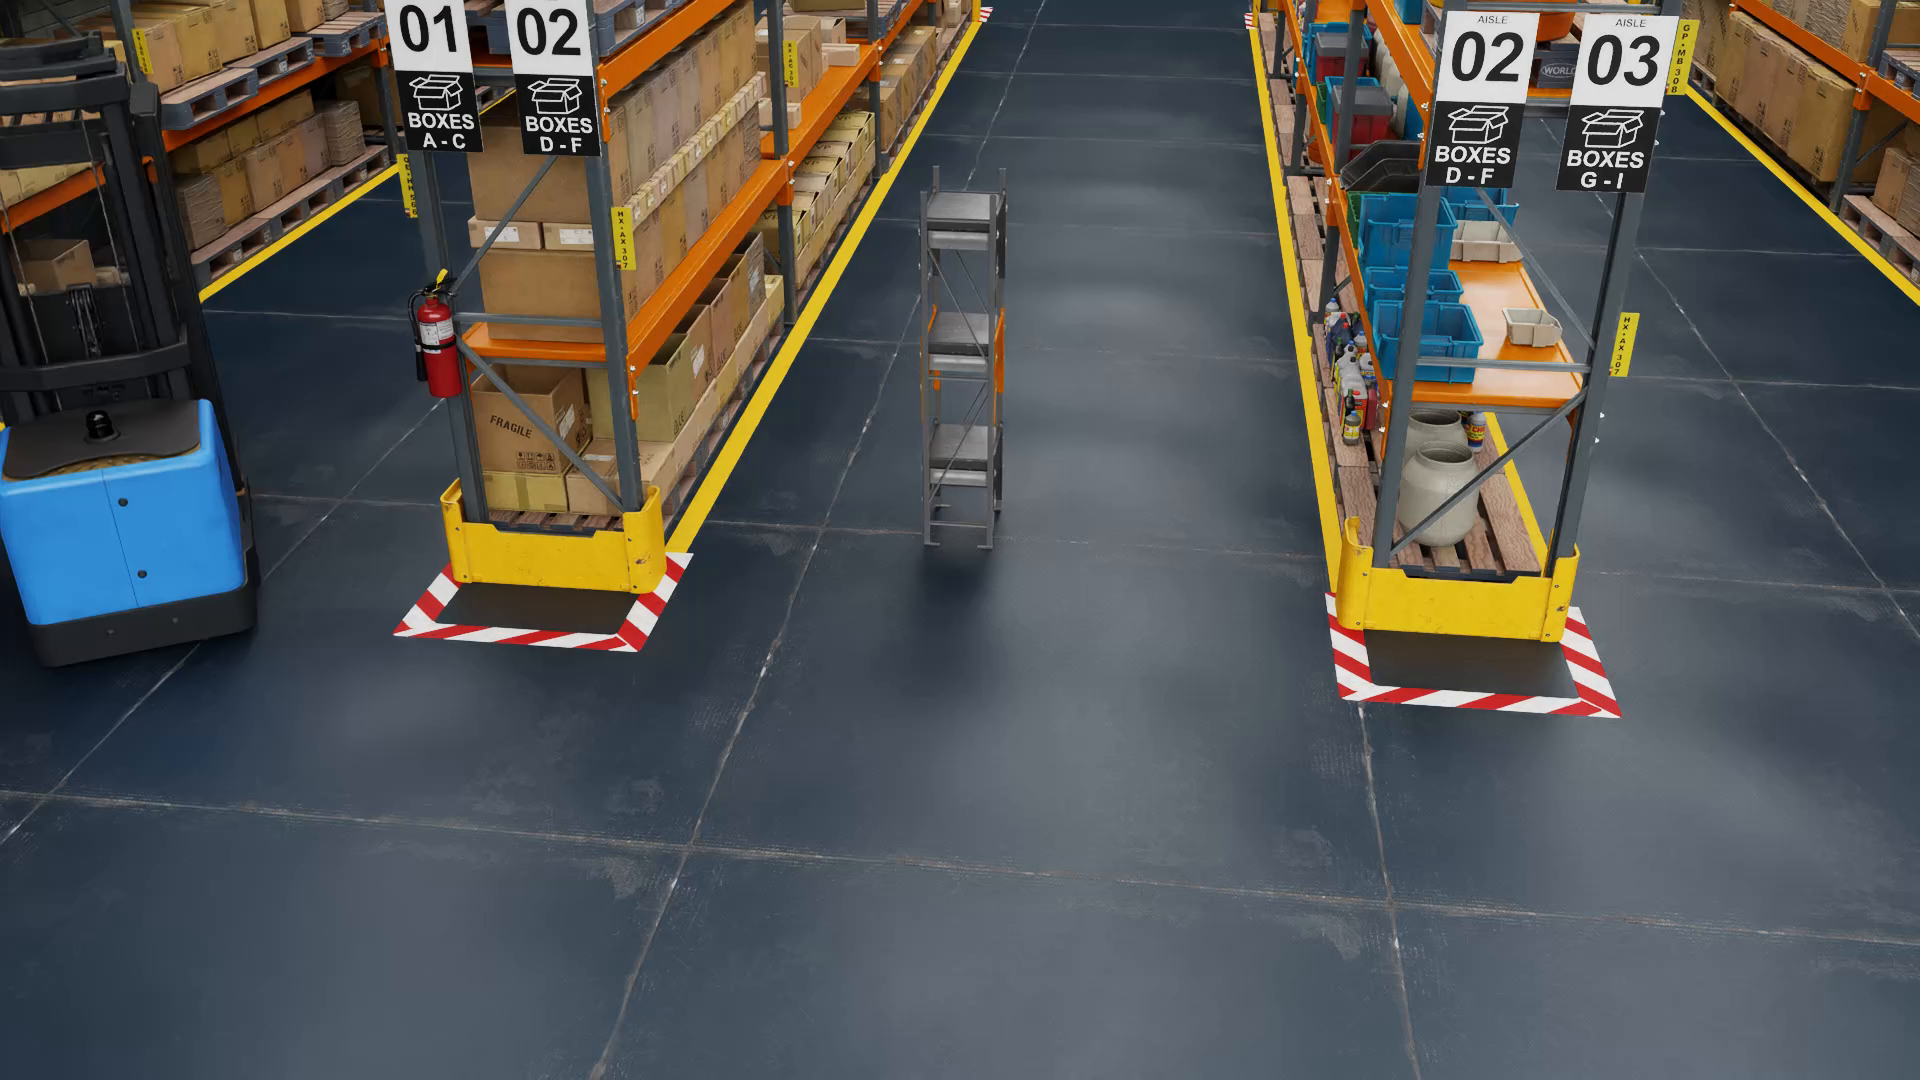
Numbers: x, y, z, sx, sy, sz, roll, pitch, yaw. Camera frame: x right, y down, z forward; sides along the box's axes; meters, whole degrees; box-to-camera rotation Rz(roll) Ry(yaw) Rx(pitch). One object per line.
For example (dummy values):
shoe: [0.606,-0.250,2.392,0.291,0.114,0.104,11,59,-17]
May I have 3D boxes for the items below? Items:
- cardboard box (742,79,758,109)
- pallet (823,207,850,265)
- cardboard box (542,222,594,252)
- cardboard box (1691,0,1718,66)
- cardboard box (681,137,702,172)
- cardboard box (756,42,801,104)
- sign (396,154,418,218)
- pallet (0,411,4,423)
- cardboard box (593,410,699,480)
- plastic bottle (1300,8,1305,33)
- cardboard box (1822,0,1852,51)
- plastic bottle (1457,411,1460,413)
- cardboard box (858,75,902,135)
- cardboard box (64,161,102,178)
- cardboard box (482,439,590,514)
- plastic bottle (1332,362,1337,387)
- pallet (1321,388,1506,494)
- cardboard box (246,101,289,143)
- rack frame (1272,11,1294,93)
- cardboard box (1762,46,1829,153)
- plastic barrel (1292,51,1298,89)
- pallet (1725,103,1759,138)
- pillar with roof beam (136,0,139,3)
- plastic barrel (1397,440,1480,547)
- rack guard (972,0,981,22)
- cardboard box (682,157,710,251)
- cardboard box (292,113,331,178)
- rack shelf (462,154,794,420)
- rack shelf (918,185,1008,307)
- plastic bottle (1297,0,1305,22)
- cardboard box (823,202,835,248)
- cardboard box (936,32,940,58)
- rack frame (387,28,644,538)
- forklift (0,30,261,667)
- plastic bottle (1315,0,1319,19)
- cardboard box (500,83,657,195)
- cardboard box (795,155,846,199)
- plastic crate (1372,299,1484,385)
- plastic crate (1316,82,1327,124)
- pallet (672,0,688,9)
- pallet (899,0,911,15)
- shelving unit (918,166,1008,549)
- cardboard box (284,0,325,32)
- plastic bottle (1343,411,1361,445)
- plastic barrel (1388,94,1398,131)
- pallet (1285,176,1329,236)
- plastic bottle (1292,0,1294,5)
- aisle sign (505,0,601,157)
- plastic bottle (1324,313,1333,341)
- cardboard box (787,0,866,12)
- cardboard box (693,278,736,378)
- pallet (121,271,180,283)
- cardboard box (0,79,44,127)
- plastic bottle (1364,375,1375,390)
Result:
cardboard box: [-1.618,-3.102,11.556,0.380,0.149,0.250,3,28,5]
pallet: [-1.566,-2.726,14.588,1.003,0.211,1.213,3,28,6]
cardboard box: [-1.993,-1.648,8.857,0.380,0.149,0.250,3,28,6]
cardboard box: [9.317,-6.196,19.887,0.875,0.875,0.875,3,28,6]
cardboard box: [-1.804,-2.371,10.200,0.380,0.149,0.250,4,29,7]
cardboard box: [-1.590,-3.682,13.316,0.500,0.500,0.500,5,29,10]
sign: [-2.792,-1.798,8.455,0.100,0.325,0.005,3,28,6]
pallet: [-6.876,-1.193,11.743,1.003,0.211,1.213,3,28,6]
cardboard box: [-1.911,-0.596,10.149,0.500,0.250,0.500,3,28,6]
plastic bottle: [3.351,-5.034,16.068,0.097,0.271,0.097,0,28,0]
cardboard box: [8.438,-4.859,15.502,0.500,0.500,0.500,3,28,6]
plastic bottle: [3.246,-0.893,10.657,0.097,0.271,0.097,0,28,0]
cardboard box: [-0.877,-4.450,17.018,0.500,0.500,0.500,2,28,4]
cardboard box: [-6.508,-2.783,11.891,0.500,0.250,0.500,3,29,6]
cardboard box: [-2.482,-0.390,9.768,0.500,0.250,0.500,3,28,6]
plastic bottle: [2.559,-1.125,11.161,0.097,0.201,0.097,0,28,0]
pallet: [2.880,-0.622,10.682,1.003,0.211,1.213,3,28,6]
cardboard box: [-6.418,-3.772,14.971,0.500,0.250,0.500,3,28,6]
rack frame: [4.131,-6.505,18.662,1.000,3.000,0.127,3,28,6]
cardboard box: [8.779,-4.327,16.416,1.225,0.875,0.875,3,29,6]
plastic barrel: [4.047,-5.511,18.587,0.600,0.901,0.708,3,28,6]
pallet: [9.027,-4.622,18.107,1.003,0.211,1.213,3,28,6]
pillar with roof beam: [-2.937,-7.027,13.306,9.100,9.000,0.400,3,28,6]
plastic barrel: [2.666,-0.260,9.251,0.421,0.512,0.421,0,28,0]
rack guard: [-0.304,-7.541,23.221,1.175,0.500,0.348,3,28,6]
cardboard box: [-1.998,-2.138,10.451,0.700,0.500,0.500,4,29,8]
cardboard box: [-6.406,-3.714,15.652,0.700,0.500,0.500,3,28,6]
rack shelf: [-2.010,-1.771,10.633,1.077,0.370,4.000,3,28,6]
rack shelf: [0.020,-1.607,9.071,0.431,0.518,0.480,3,28,6]
plastic bottle: [3.407,-5.324,16.593,0.061,0.283,0.133,3,28,6]
cardboard box: [-1.345,-2.663,13.987,0.500,0.250,0.500,3,28,5]
cardboard box: [-0.518,-5.990,20.076,0.500,0.311,0.500,3,28,6]
rack frame: [-2.255,-1.146,8.715,1.000,3.000,0.127,3,28,6]
forklift: [-4.761,-1.327,9.123,1.130,2.935,3.031,-11,30,-20]
plastic bottle: [3.573,-5.403,16.739,0.061,0.283,0.133,3,28,6]
cardboard box: [-2.119,-2.253,9.296,0.700,0.500,0.500,3,28,5]
cardboard box: [-1.280,-3.154,14.307,0.500,0.311,0.500,4,29,8]
plastic crate: [2.425,-1.044,8.682,0.499,0.251,0.616,3,28,6]
plastic crate: [3.084,-3.482,13.275,0.450,0.188,0.662,3,28,6]
pallet: [-1.996,-3.335,9.708,1.003,0.211,1.213,3,28,6]
pallet: [-1.041,-5.743,17.450,1.003,0.211,1.213,3,28,6]
shelving unit: [0.020,-1.002,9.397,0.431,2.100,0.503,3,28,6]
cardboard box: [-6.281,-4.949,15.205,0.700,0.500,0.500,1,28,1]
plastic bottle: [2.451,-0.708,10.389,0.097,0.201,0.097,0,28,0]
plastic barrel: [3.465,-3.293,12.845,0.301,0.262,0.301,0,28,0]
pallet: [3.507,-3.032,15.156,1.003,0.211,1.213,3,28,6]
plastic bottle: [3.554,-5.710,17.317,0.152,0.276,0.135,3,28,6]
aisle sign: [-1.959,-2.242,8.008,0.394,0.787,0.004,3,28,6]
plastic bottle: [2.664,-1.529,11.912,0.097,0.201,0.097,0,28,0]
cardboard box: [-1.309,-5.444,16.144,0.700,0.500,0.500,-6,29,-11]
cardboard box: [-1.782,-1.396,10.844,0.500,0.500,0.500,3,28,6]
pallet: [-6.729,-1.769,12.812,1.003,0.211,1.213,3,28,6]
cardboard box: [-6.560,-2.876,11.272,0.500,0.500,0.500,3,28,5]
plastic bottle: [2.667,-0.982,10.897,0.097,0.201,0.097,0,28,0]
